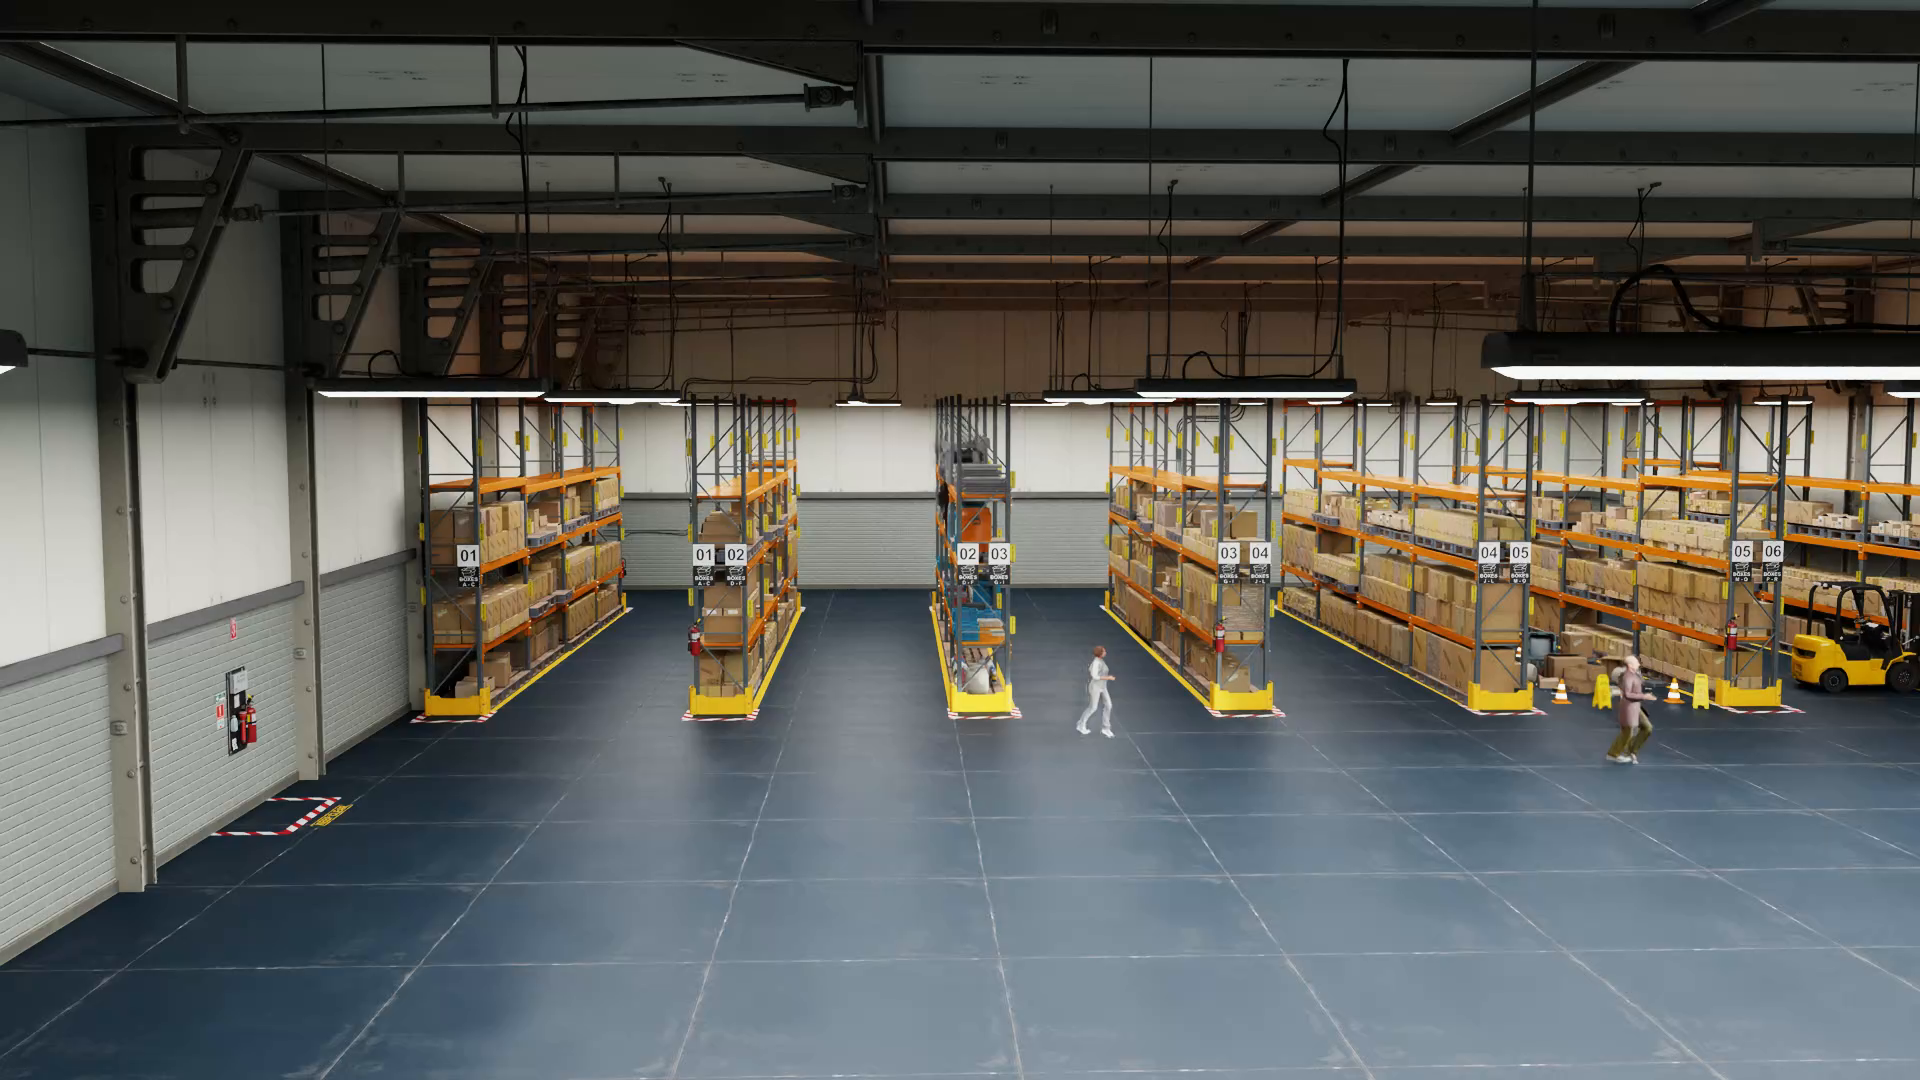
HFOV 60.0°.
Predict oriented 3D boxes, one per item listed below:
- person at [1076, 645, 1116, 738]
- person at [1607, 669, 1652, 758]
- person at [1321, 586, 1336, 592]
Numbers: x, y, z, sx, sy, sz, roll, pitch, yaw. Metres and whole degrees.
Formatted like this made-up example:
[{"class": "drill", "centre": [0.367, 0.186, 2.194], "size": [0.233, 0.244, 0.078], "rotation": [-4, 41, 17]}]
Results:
[{"class": "person", "centre": [2.377, 2.649, 28.997], "size": [0.726, 1.642, 0.526], "rotation": [2, 5, 26]}, {"class": "person", "centre": [10.755, 2.785, 26.706], "size": [0.649, 1.462, 0.681], "rotation": [3, 5, 35]}, {"class": "person", "centre": [10.654, 1.052, 48.522], "size": [0.504, 1.614, 0.690], "rotation": [4, 6, 43]}]
